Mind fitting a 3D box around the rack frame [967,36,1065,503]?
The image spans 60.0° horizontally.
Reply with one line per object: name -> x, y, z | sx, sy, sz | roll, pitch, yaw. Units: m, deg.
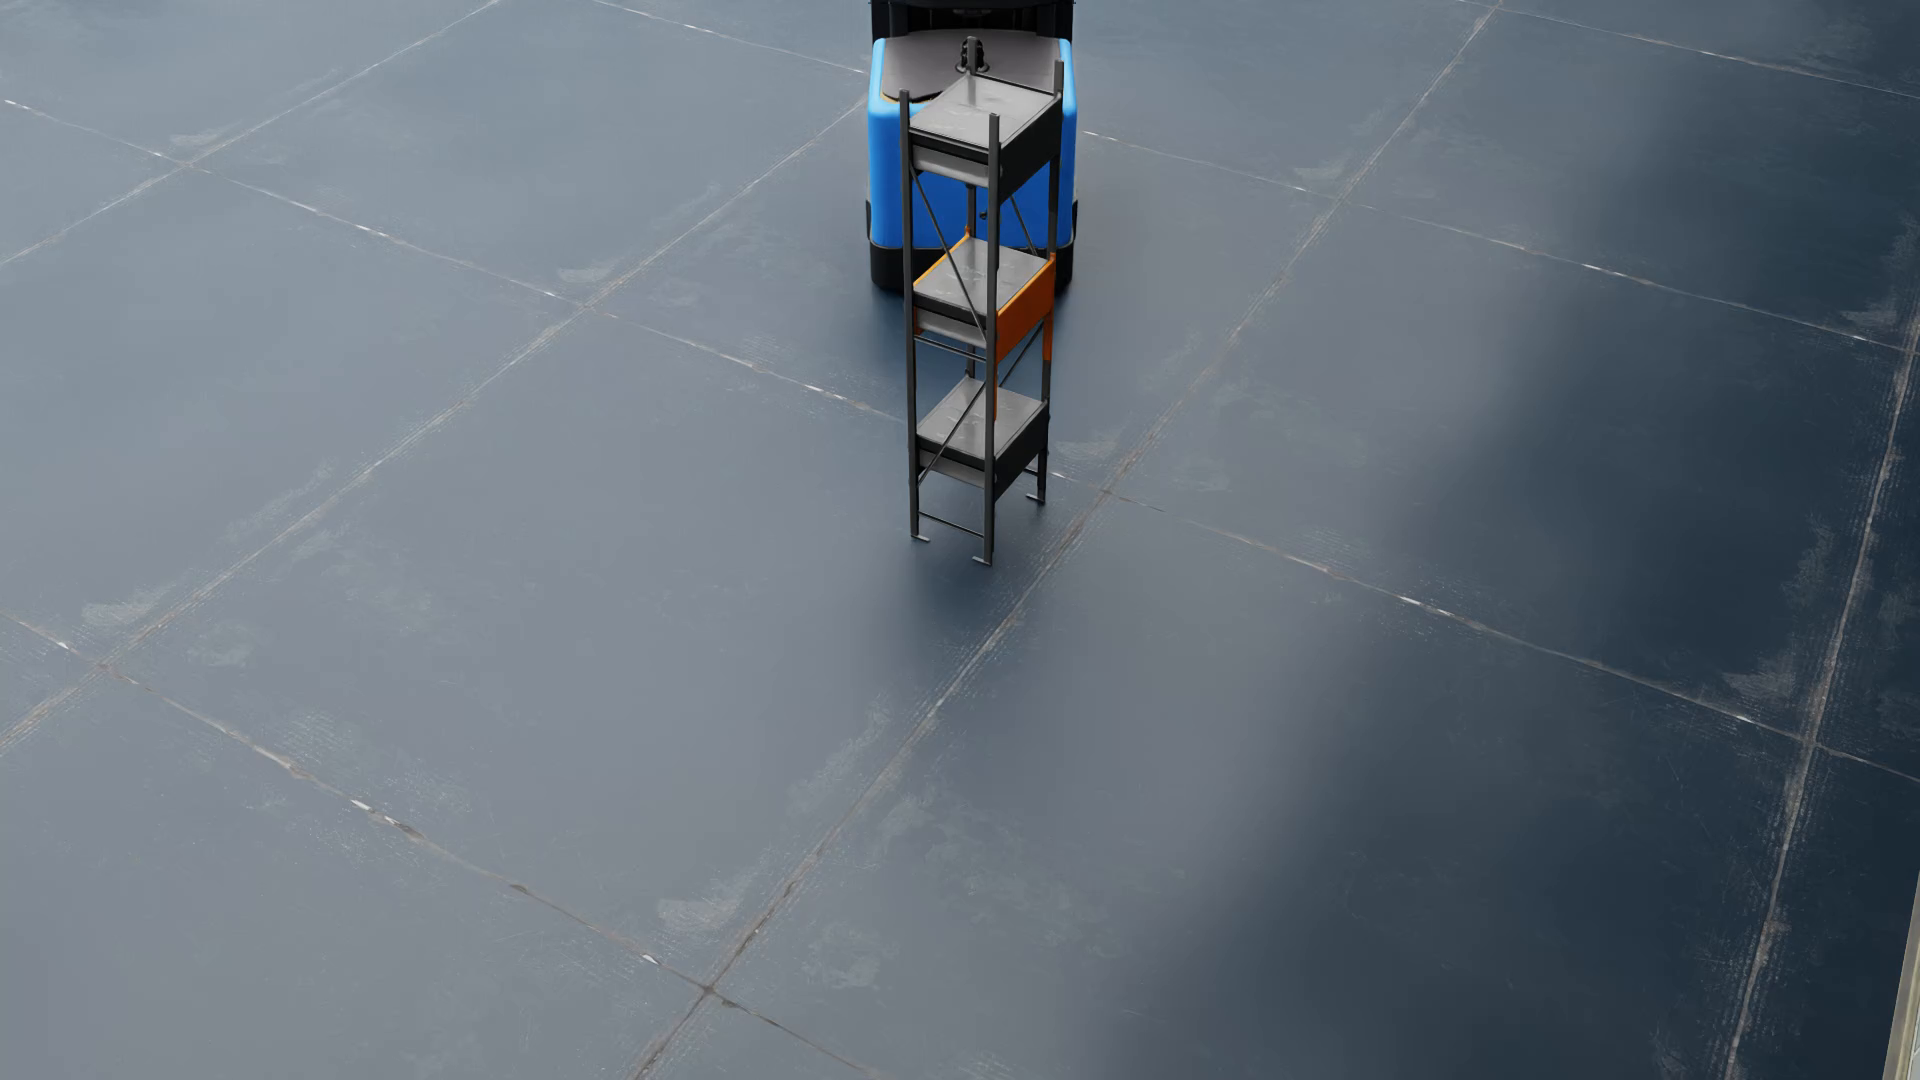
rack frame -> 0.205, -1.022, 6.822 | 0.400, 2.100, 0.015 | 21, 45, 22

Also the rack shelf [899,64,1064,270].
rack shelf -> 0.083, -1.398, 6.210 | 0.431, 0.518, 0.480 | 21, 45, 22

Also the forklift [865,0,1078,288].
forklift -> 0.067, -3.350, 8.837 | 1.130, 2.935, 3.031 | 0, 41, 0

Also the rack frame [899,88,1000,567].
rack frame -> -0.039, -0.743, 6.505 | 0.400, 2.100, 0.015 | 21, 45, 22

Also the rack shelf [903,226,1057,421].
rack shelf -> 0.083, -0.872, 6.673 | 0.431, 0.518, 0.480 | 21, 45, 22

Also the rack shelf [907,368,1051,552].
rack shelf -> 0.083, -0.347, 7.135 | 0.431, 0.518, 0.480 | 21, 45, 22

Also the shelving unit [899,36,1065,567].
shelving unit -> 0.083, -0.883, 6.664 | 0.431, 2.100, 0.503 | 21, 45, 22
